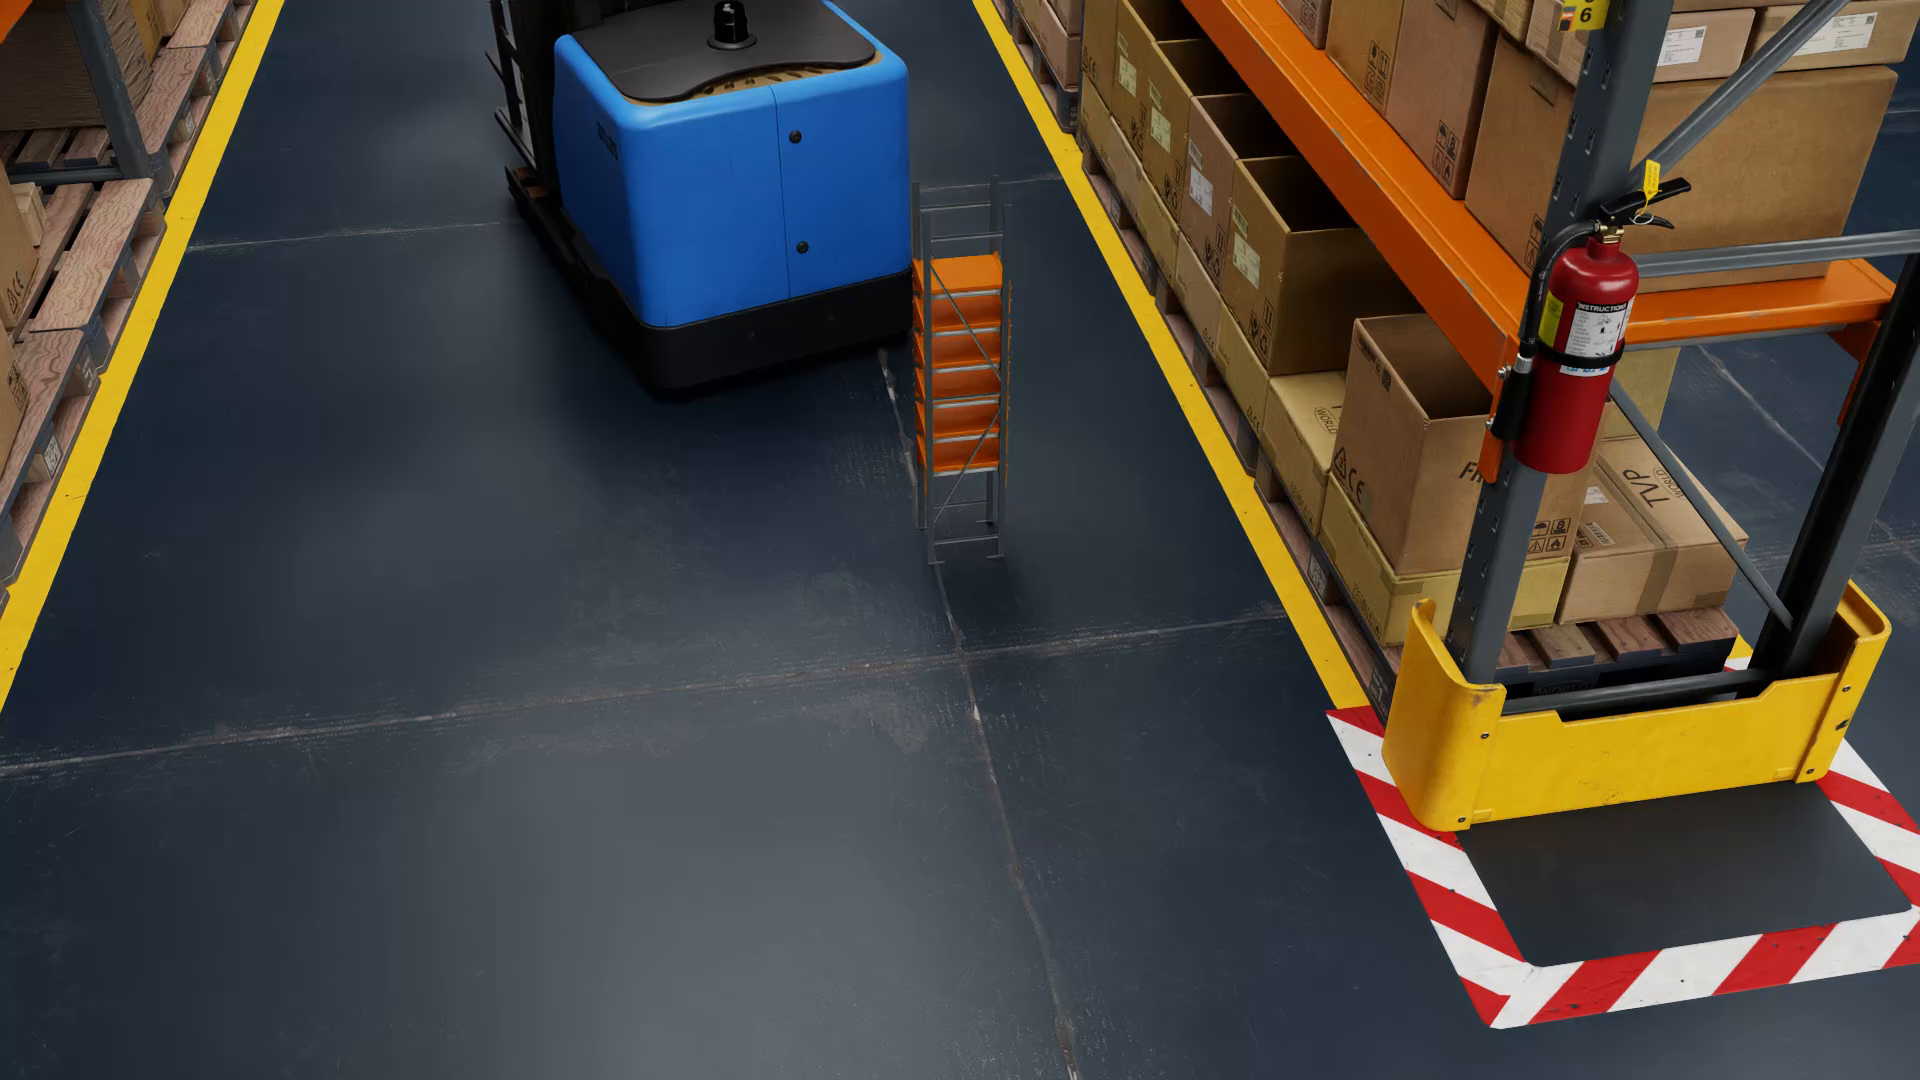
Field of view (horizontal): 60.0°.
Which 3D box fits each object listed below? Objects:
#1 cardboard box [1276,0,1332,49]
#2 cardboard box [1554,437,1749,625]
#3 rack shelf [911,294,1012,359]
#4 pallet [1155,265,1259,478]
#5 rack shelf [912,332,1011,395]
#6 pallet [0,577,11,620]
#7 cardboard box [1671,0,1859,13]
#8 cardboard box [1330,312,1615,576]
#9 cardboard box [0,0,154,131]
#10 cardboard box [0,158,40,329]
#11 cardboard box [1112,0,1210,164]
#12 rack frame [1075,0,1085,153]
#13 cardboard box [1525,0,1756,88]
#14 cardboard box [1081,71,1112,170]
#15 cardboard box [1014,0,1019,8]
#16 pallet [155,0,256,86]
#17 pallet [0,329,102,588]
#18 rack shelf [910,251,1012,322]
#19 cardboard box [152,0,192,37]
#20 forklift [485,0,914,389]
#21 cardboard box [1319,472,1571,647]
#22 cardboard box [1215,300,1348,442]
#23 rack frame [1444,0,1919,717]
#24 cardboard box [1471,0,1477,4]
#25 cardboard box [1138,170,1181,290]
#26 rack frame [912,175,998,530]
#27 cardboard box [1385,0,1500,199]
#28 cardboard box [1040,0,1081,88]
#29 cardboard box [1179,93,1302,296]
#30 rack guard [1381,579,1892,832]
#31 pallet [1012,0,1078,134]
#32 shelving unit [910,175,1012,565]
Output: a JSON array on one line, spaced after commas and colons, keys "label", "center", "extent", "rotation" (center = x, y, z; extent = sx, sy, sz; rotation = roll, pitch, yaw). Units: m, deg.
[{"label": "cardboard box", "center": [1.389, -1.866, 5.125], "extent": [0.700, 0.500, 0.500], "rotation": [-5, 38, -7]}, {"label": "cardboard box", "center": [1.857, -0.036, 4.750], "extent": [0.500, 0.250, 0.500], "rotation": [-6, 38, -8]}, {"label": "rack shelf", "center": [0.003, -0.620, 4.751], "extent": [0.258, 0.103, 0.180], "rotation": [-6, 38, -8]}, {"label": "pallet", "center": [1.346, -0.700, 5.978], "extent": [1.003, 0.211, 1.213], "rotation": [-6, 38, -8]}, {"label": "rack shelf", "center": [0.003, -0.525, 4.824], "extent": [0.258, 0.103, 0.180], "rotation": [-6, 38, -8]}, {"label": "pallet", "center": [-3.265, 0.488, 4.450], "extent": [1.003, 0.211, 1.213], "rotation": [-6, 38, -8]}, {"label": "cardboard box", "center": [1.653, -1.475, 3.565], "extent": [0.700, 0.500, 0.500], "rotation": [-6, 38, -8]}, {"label": "cardboard box", "center": [1.345, -0.276, 4.448], "extent": [0.500, 0.500, 0.500], "rotation": [-6, 38, -8]}, {"label": "cardboard box", "center": [-3.991, -2.118, 7.211], "extent": [0.700, 0.500, 0.500], "rotation": [-5, 38, -6]}, {"label": "cardboard box", "center": [-3.624, -1.053, 5.839], "extent": [0.500, 0.500, 0.500], "rotation": [-9, 39, -11]}, {"label": "cardboard box", "center": [0.899, -1.785, 6.391], "extent": [0.500, 0.500, 0.500], "rotation": [-6, 38, -8]}, {"label": "rack frame", "center": [1.031, -3.024, 6.697], "extent": [1.000, 3.000, 0.127], "rotation": [-6, 38, -8]}, {"label": "cardboard box", "center": [1.477, -1.114, 3.629], "extent": [0.380, 0.149, 0.250], "rotation": [-7, 38, -9]}, {"label": "cardboard box", "center": [0.814, -1.791, 7.010], "extent": [0.500, 0.250, 0.500], "rotation": [-6, 38, -8]}, {"label": "cardboard box", "center": [0.496, -2.938, 8.486], "extent": [0.500, 0.250, 0.500], "rotation": [-5, 38, -7]}, {"label": "pallet", "center": [-4.201, -2.596, 8.420], "extent": [1.003, 0.211, 1.213], "rotation": [-6, 38, -8]}, {"label": "pallet", "center": [-3.476, -0.247, 5.396], "extent": [1.003, 0.211, 1.213], "rotation": [-6, 38, -8]}, {"label": "rack shelf", "center": [0.003, -0.714, 4.677], "extent": [0.258, 0.103, 0.180], "rotation": [-6, 38, -8]}, {"label": "cardboard box", "center": [-4.181, -2.738, 8.008], "extent": [0.700, 0.500, 0.500], "rotation": [-6, 38, -7]}, {"label": "forklift", "center": [-1.270, -2.581, 6.183], "extent": [1.130, 2.935, 3.031], "rotation": [-17, 41, -21]}, {"label": "cardboard box", "center": [1.347, 0.020, 4.678], "extent": [0.500, 0.250, 0.500], "rotation": [-6, 38, -8]}, {"label": "cardboard box", "center": [1.158, -0.583, 5.454], "extent": [0.500, 0.250, 0.500], "rotation": [-6, 38, -8]}, {"label": "rack frame", "center": [1.732, -0.608, 3.588], "extent": [1.000, 3.000, 0.127], "rotation": [-6, 38, -8]}, {"label": "cardboard box", "center": [1.385, -1.426, 4.031], "extent": [0.380, 0.149, 0.250], "rotation": [-7, 38, -9]}, {"label": "cardboard box", "center": [0.979, -1.186, 6.231], "extent": [0.500, 0.250, 0.500], "rotation": [-6, 38, -8]}, {"label": "rack frame", "center": [-0.014, -0.520, 4.942], "extent": [0.240, 1.200, 0.006], "rotation": [-6, 38, -8]}, {"label": "cardboard box", "center": [1.566, -1.247, 4.329], "extent": [0.700, 0.500, 0.500], "rotation": [-5, 38, -7]}, {"label": "cardboard box", "center": [0.673, -2.323, 7.694], "extent": [0.500, 0.250, 0.500], "rotation": [-7, 38, -8]}, {"label": "cardboard box", "center": [1.069, -1.181, 5.612], "extent": [0.500, 0.500, 0.500], "rotation": [-6, 38, -8]}, {"label": "rack guard", "center": [1.736, 0.394, 4.336], "extent": [1.175, 0.500, 0.348], "rotation": [-6, 38, -8]}, {"label": "pallet", "center": [0.863, -2.364, 8.120], "extent": [1.003, 0.211, 1.213], "rotation": [-6, 38, -8]}, {"label": "shelving unit", "center": [0.003, -0.465, 4.871], "extent": [0.258, 1.200, 0.189], "rotation": [-6, 38, -8]}]
